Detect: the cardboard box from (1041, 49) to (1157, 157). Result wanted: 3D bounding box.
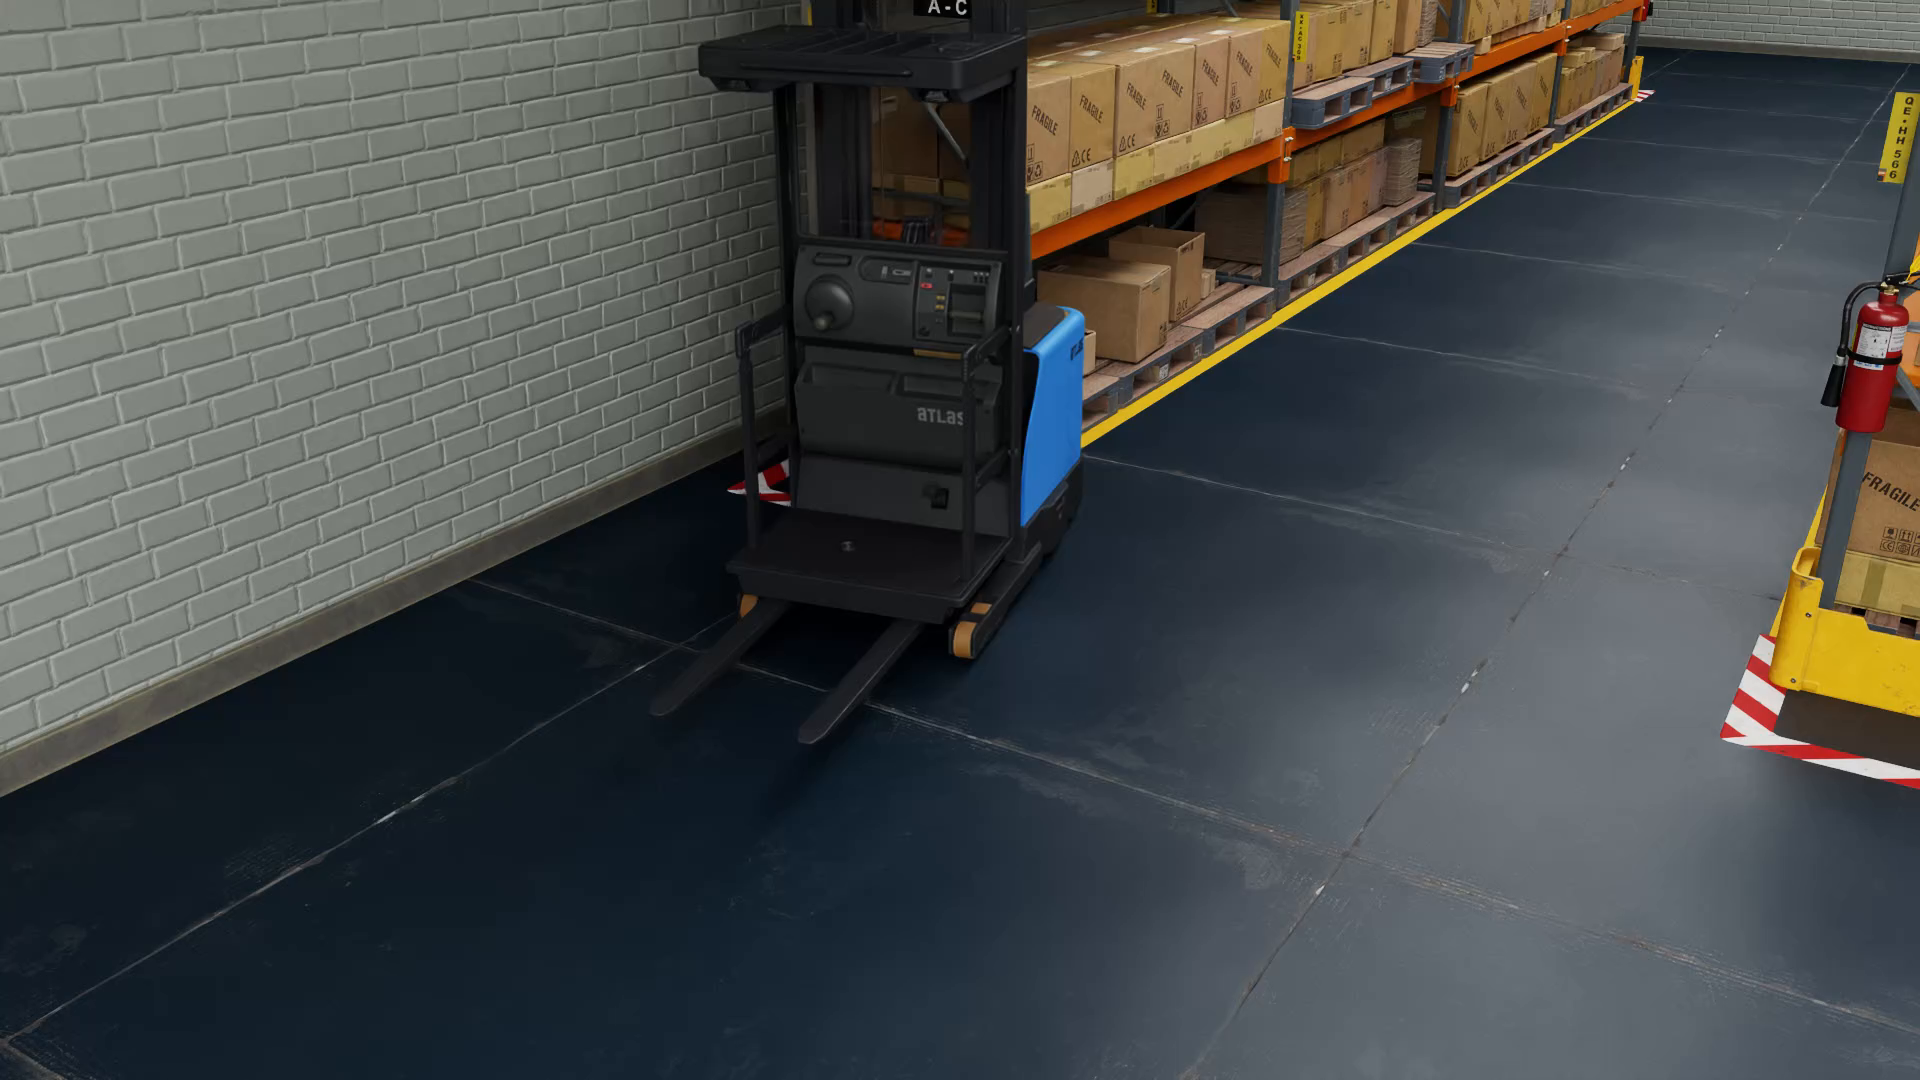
[{"bbox_3d":[0.779,-2.484,9.433,0.500,0.500,0.500,13,27,27],"label":"cardboard box"}]

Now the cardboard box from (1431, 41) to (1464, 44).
[{"bbox_3d":[4.315,-4.421,14.977,0.380,0.149,0.250,13,27,28],"label":"cardboard box"}]

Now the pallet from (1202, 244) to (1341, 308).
[{"bbox_3d":[2.245,-2.097,12.829,1.003,0.211,1.213,14,27,29],"label":"pallet"}]

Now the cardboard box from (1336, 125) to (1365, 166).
[{"bbox_3d":[2.989,-3.255,13.642,0.500,0.250,0.500,14,27,29],"label":"cardboard box"}]

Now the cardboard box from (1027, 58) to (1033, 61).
[{"bbox_3d":[0.067,-2.420,9.284,0.500,0.500,0.500,14,27,30],"label":"cardboard box"}]

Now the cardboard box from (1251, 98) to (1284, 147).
[{"bbox_3d":[1.843,-2.831,11.177,0.500,0.250,0.500,14,27,29],"label":"cardboard box"}]

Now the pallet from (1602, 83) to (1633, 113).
[{"bbox_3d":[7.810,-5.598,20.916,1.003,0.211,1.213,14,27,29],"label":"pallet"}]

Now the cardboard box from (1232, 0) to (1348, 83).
[{"bbox_3d":[2.433,-3.714,12.373,0.700,0.500,0.500,17,29,34],"label":"cardboard box"}]

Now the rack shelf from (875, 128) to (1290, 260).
[{"bbox_3d":[0.780,-2.109,10.251,1.077,0.370,4.000,14,27,29],"label":"rack shelf"}]

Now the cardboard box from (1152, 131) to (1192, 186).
[{"bbox_3d":[1.056,-2.322,10.001,0.500,0.250,0.500,14,27,29],"label":"cardboard box"}]

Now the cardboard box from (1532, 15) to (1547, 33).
[{"bbox_3d":[5.740,-5.265,16.927,0.380,0.149,0.250,14,27,29],"label":"cardboard box"}]

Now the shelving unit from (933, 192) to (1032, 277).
[{"bbox_3d":[0.030,-0.883,8.379,0.538,1.500,1.048,3,26,13],"label":"shelving unit"}]

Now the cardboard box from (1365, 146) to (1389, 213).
[{"bbox_3d":[3.239,-3.115,14.264,0.700,0.500,0.500,14,27,29],"label":"cardboard box"}]

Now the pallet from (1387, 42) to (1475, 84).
[{"bbox_3d":[3.660,-4.113,14.217,1.213,0.211,1.003,14,27,29],"label":"pallet"}]

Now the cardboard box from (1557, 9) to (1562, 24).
[{"bbox_3d":[6.117,-5.535,17.550,0.380,0.149,0.250,14,27,29],"label":"cardboard box"}]

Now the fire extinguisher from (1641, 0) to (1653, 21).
[{"bbox_3d":[8.637,-6.912,21.007,0.296,0.674,0.183,14,27,29],"label":"fire extinguisher"}]

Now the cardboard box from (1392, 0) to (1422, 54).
[{"bbox_3d":[3.434,-4.357,13.859,0.700,0.500,0.500,11,26,24],"label":"cardboard box"}]

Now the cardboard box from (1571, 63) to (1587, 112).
[{"bbox_3d":[6.804,-5.260,19.241,0.700,0.500,0.500,14,27,28],"label":"cardboard box"}]

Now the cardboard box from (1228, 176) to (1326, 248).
[{"bbox_3d":[2.439,-2.606,13.086,0.700,0.500,0.500,13,27,28],"label":"cardboard box"}]

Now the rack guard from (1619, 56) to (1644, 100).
[{"bbox_3d":[8.178,-6.025,21.539,1.175,0.500,0.348,14,27,29],"label":"rack guard"}]

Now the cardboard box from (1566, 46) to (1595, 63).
[{"bbox_3d":[7.147,-5.642,19.308,0.380,0.149,0.250,13,27,27],"label":"cardboard box"}]

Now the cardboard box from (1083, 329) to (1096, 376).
[{"bbox_3d":[0.467,-1.139,9.936,0.500,0.311,0.500,16,28,33],"label":"cardboard box"}]

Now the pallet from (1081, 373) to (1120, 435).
[{"bbox_3d":[0.224,-0.777,9.779,1.003,0.211,1.213,14,27,29],"label":"pallet"}]

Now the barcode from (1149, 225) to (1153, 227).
[{"bbox_3d":[1.346,-2.184,11.708,0.001,0.075,0.075,14,27,29],"label":"barcode"}]

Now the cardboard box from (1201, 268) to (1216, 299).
[{"bbox_3d":[1.578,-1.829,11.712,0.380,0.166,0.250,10,25,22],"label":"cardboard box"}]

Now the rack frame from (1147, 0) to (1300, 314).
[{"bbox_3d":[1.835,-3.114,11.668,1.000,3.000,0.127,14,27,29],"label":"rack frame"}]

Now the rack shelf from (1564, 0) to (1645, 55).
[{"bbox_3d":[7.110,-6.159,19.607,1.077,0.370,4.000,14,27,29],"label":"rack shelf"}]

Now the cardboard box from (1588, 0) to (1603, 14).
[{"bbox_3d":[6.745,-6.377,18.827,0.980,0.700,0.700,13,27,28],"label":"cardboard box"}]

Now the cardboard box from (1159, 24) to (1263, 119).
[{"bbox_3d":[1.590,-3.005,10.634,0.500,0.500,0.500,14,27,29],"label":"cardboard box"}]

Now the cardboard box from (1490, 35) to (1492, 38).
[{"bbox_3d":[4.825,-4.776,15.797,0.380,0.149,0.250,15,27,30],"label":"cardboard box"}]

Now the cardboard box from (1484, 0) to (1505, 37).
[{"bbox_3d":[4.703,-4.941,15.362,0.500,0.500,0.500,15,28,31],"label":"cardboard box"}]

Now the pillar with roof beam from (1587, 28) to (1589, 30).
[{"bbox_3d":[12.512,-10.108,20.271,9.100,9.000,0.400,14,27,29],"label":"pillar with roof beam"}]

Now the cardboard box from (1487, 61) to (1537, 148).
[{"bbox_3d":[5.356,-4.473,16.984,0.750,0.750,0.750,15,27,31],"label":"cardboard box"}]

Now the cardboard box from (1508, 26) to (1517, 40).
[{"bbox_3d":[5.260,-5.028,16.379,0.380,0.149,0.250,15,27,31],"label":"cardboard box"}]

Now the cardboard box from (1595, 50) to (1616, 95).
[{"bbox_3d":[7.617,-5.784,20.452,0.700,0.500,0.500,14,27,29],"label":"cardboard box"}]

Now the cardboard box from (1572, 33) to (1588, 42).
[{"bbox_3d":[7.510,-6.163,20.512,0.380,0.149,0.250,14,27,29],"label":"cardboard box"}]

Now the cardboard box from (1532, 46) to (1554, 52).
[{"bbox_3d":[6.706,-5.648,19.323,0.380,0.149,0.250,13,27,27],"label":"cardboard box"}]

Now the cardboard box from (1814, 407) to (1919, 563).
[{"bbox_3d":[3.966,-0.246,7.030,0.500,0.500,0.500,14,27,29],"label":"cardboard box"}]

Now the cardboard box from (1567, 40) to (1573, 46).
[{"bbox_3d":[7.109,-5.906,19.918,0.380,0.149,0.250,14,27,29],"label":"cardboard box"}]

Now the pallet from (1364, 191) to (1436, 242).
[{"bbox_3d":[3.532,-2.921,14.732,1.003,0.211,1.213,14,27,29],"label":"pallet"}]

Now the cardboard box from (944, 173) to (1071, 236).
[{"bbox_3d":[0.252,-1.803,8.802,0.500,0.250,0.500,13,27,27],"label":"cardboard box"}]

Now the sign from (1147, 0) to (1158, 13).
[{"bbox_3d":[1.362,-3.760,11.704,0.100,0.325,0.005,14,27,29],"label":"sign"}]

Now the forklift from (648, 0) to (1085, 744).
[{"bbox_3d":[-0.342,-1.019,6.913,1.130,2.935,3.031,8,25,18],"label":"forklift"}]

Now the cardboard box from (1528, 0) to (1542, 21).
[{"bbox_3d":[5.493,-5.455,16.550,0.500,0.500,0.500,14,27,29],"label":"cardboard box"}]

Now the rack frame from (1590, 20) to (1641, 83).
[{"bbox_3d":[8.165,-7.164,21.023,1.000,3.000,0.127,14,27,29],"label":"rack frame"}]

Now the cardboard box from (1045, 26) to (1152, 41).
[{"bbox_3d":[0.866,-2.943,10.492,0.500,0.500,0.500,15,27,30],"label":"cardboard box"}]
